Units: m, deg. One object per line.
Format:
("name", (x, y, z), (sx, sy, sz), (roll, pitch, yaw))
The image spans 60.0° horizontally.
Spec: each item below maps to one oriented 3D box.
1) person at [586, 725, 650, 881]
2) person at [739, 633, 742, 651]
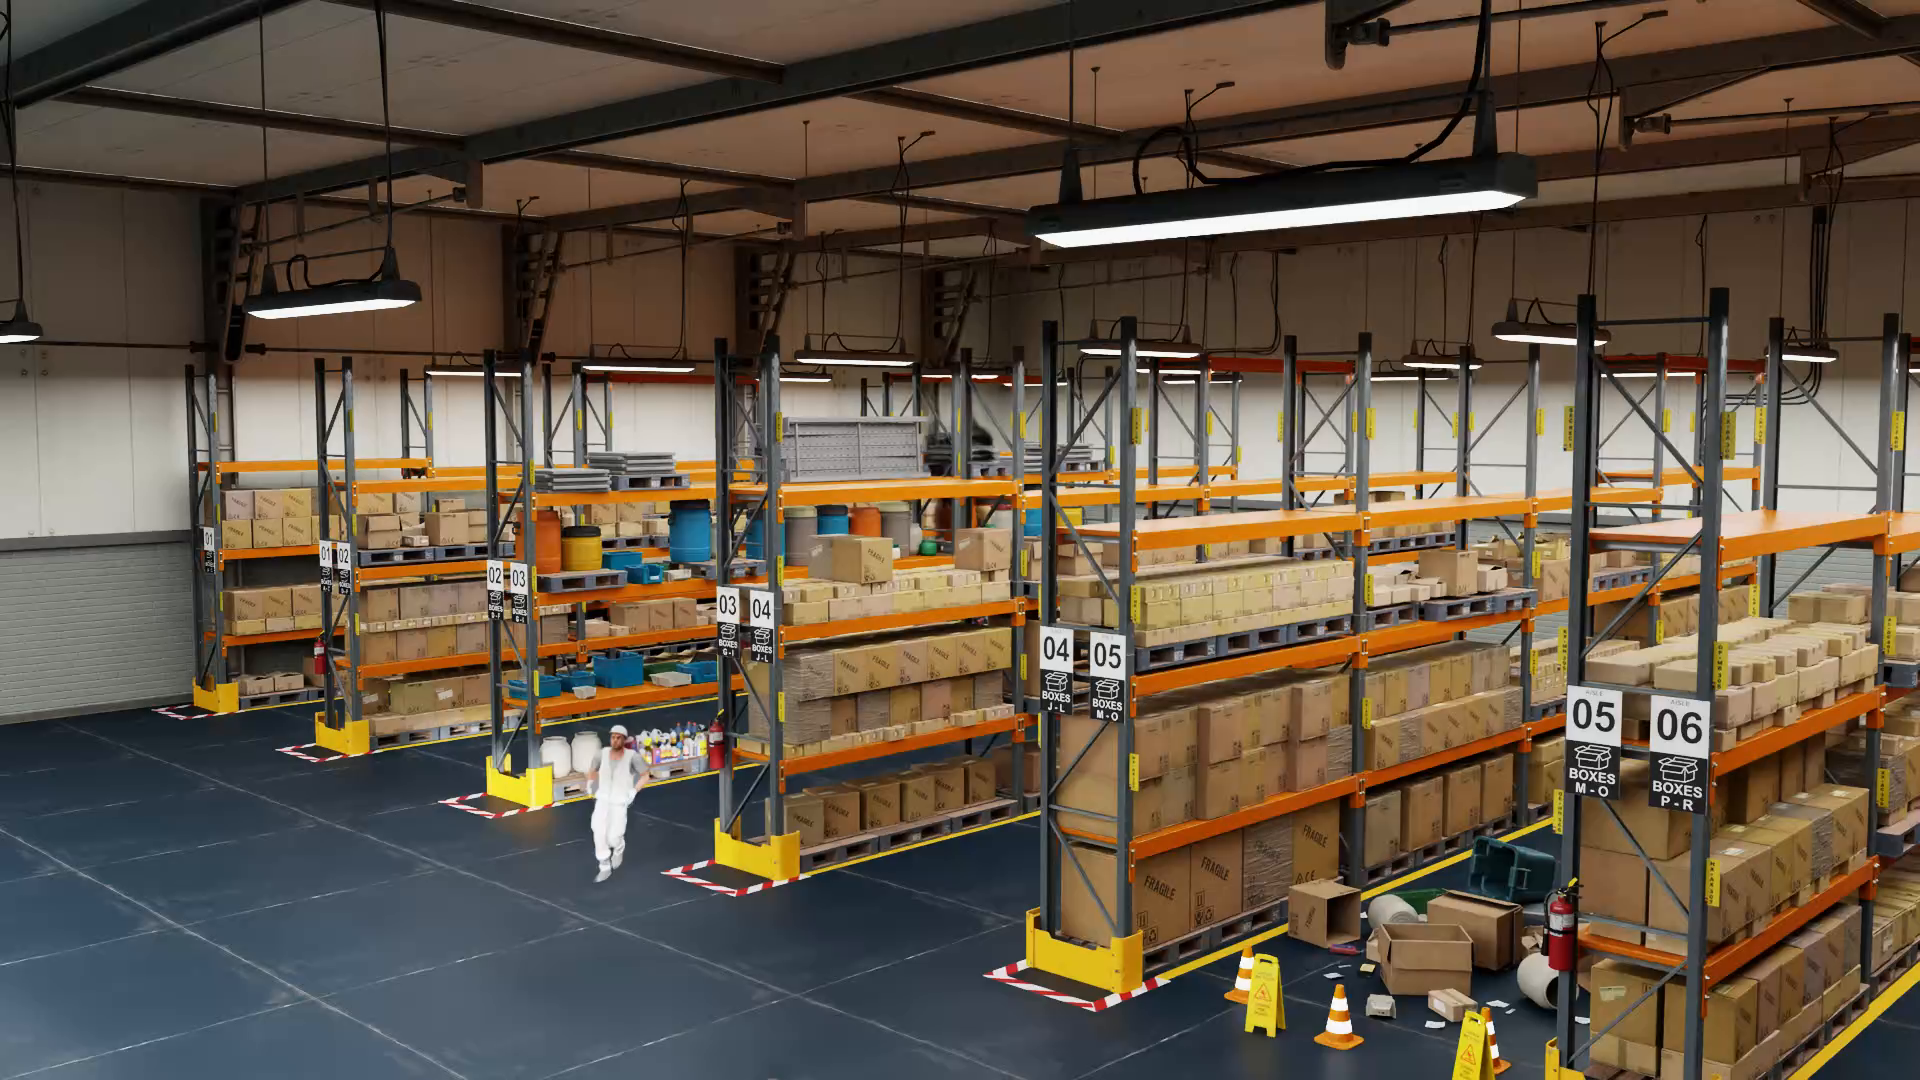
("person", (-3.809, 2.898, 18.406), (0.685, 1.727, 0.640), (1, 4, 9))
("person", (-4.613, 1.728, 34.221), (0.523, 1.705, 0.748), (3, 5, 33))
